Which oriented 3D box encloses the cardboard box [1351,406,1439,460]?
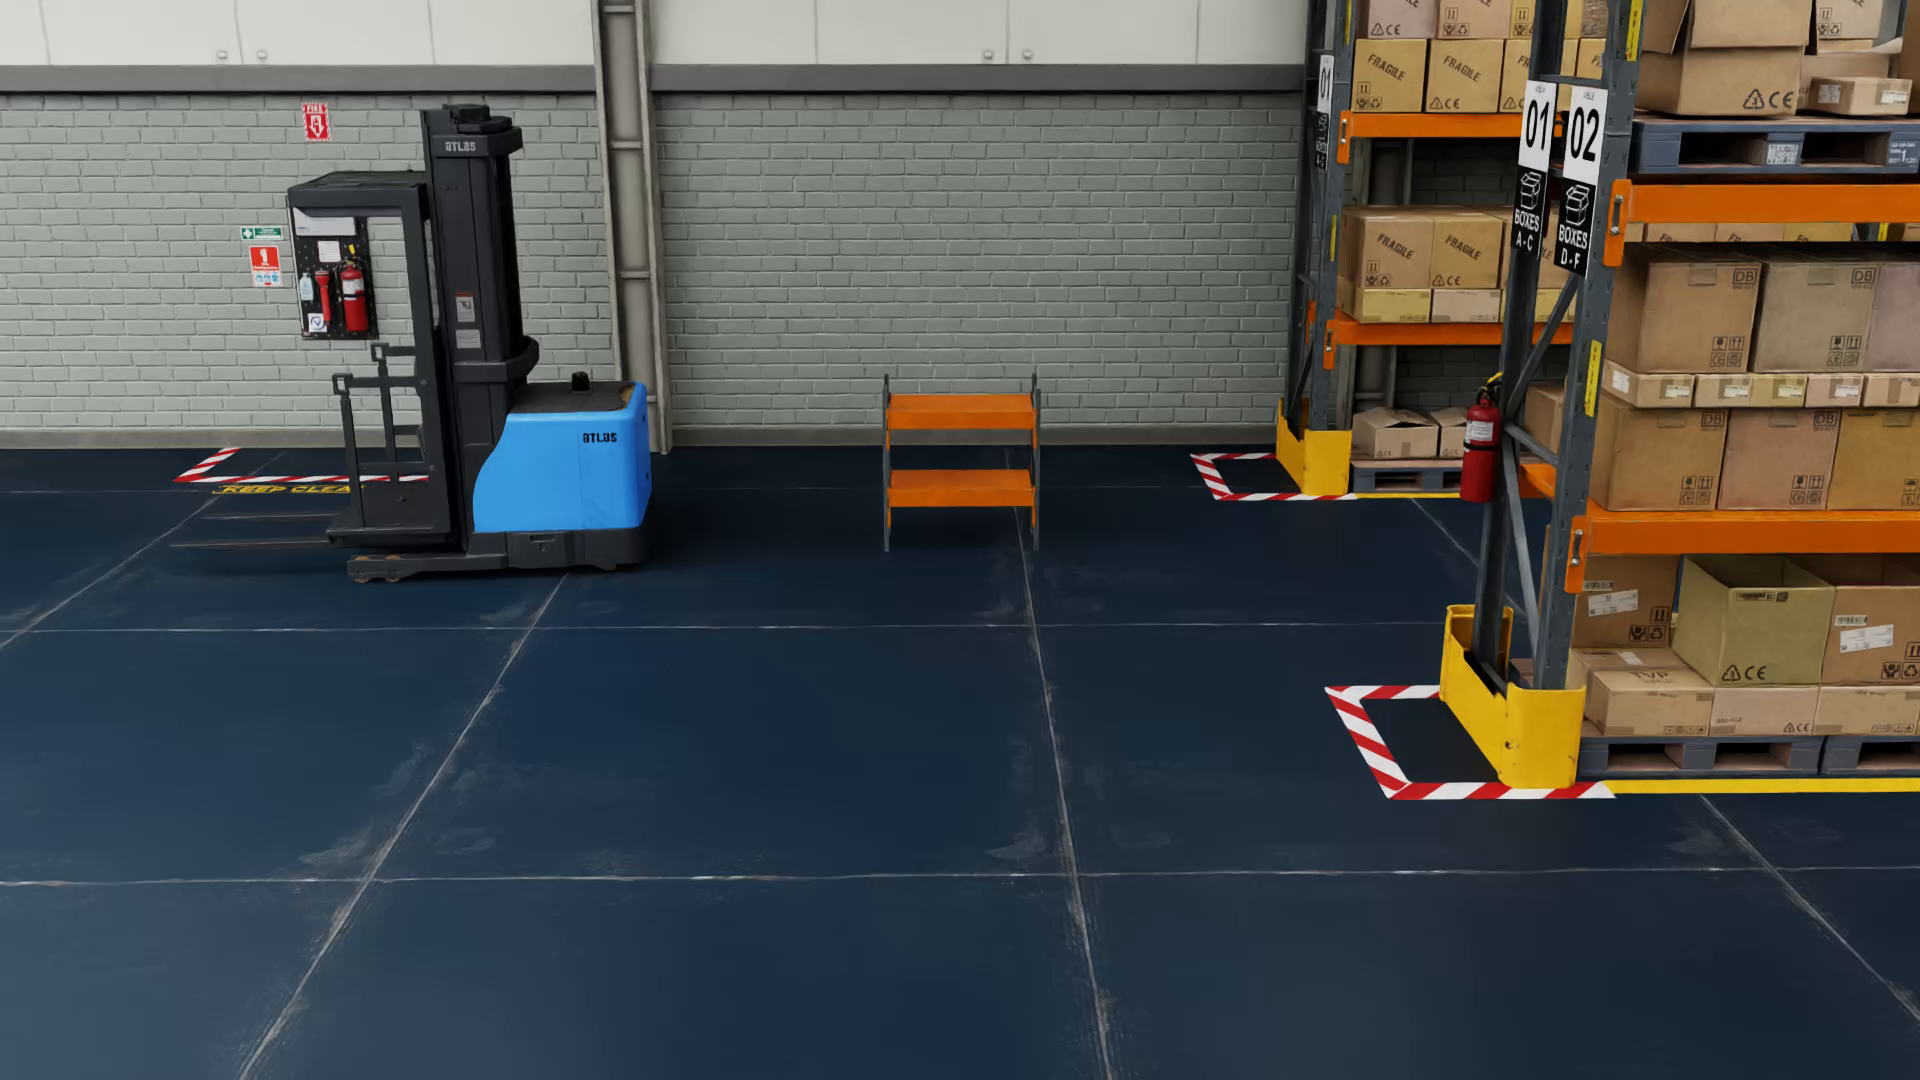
[{"bbox_3d":[3.387,-0.847,12.960,0.500,0.311,0.500,-2,18,-7],"label":"cardboard box"}]

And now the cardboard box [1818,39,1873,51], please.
[{"bbox_3d":[6.190,-3.369,12.032,0.500,0.500,0.500,0,18,1],"label":"cardboard box"}]

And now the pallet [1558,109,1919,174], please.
[{"bbox_3d":[3.483,-1.811,7.517,1.213,0.211,1.003,0,18,-1],"label":"pallet"}]

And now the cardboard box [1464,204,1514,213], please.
[{"bbox_3d":[4.182,-2.308,12.816,0.500,0.500,0.500,-1,18,-2],"label":"cardboard box"}]

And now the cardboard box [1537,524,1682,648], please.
[{"bbox_3d":[3.307,0.229,8.508,0.500,0.500,0.500,0,18,-1],"label":"cardboard box"}]

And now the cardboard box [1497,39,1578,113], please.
[{"bbox_3d":[4.089,-3.348,11.968,0.500,0.500,0.500,1,18,2],"label":"cardboard box"}]

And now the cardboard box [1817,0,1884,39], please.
[{"bbox_3d":[6.196,-3.838,11.857,0.500,0.500,0.500,-2,18,-6],"label":"cardboard box"}]

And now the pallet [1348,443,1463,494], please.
[{"bbox_3d":[3.582,-0.608,13.097,1.213,0.211,1.003,0,18,-1],"label":"pallet"}]

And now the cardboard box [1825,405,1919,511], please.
[{"bbox_3d":[4.264,-0.480,7.969,0.500,0.500,0.700,0,18,0],"label":"cardboard box"}]

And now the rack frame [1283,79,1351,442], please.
[{"bbox_3d":[2.694,-1.942,12.692,0.127,3.000,1.000,0,18,-1],"label":"rack frame"}]

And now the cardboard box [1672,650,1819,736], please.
[{"bbox_3d":[3.815,0.742,8.138,0.500,0.250,0.500,0,18,-1],"label":"cardboard box"}]

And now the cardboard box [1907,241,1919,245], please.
[{"bbox_3d":[4.826,-1.103,7.787,0.500,0.500,0.700,0,18,-1],"label":"cardboard box"}]

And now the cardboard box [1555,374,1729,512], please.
[{"bbox_3d":[3.243,-0.475,7.955,0.500,0.500,0.700,0,18,-1],"label":"cardboard box"}]

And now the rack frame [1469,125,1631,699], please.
[{"bbox_3d":[2.776,-0.429,7.975,0.127,3.000,1.000,0,18,-1],"label":"rack frame"}]

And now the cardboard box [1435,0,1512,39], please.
[{"bbox_3d":[3.585,-3.818,11.796,0.500,0.500,0.500,0,18,-1],"label":"cardboard box"}]

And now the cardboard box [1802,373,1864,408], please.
[{"bbox_3d":[3.937,-0.725,7.672,0.250,0.149,0.380,-1,18,-2],"label":"cardboard box"}]

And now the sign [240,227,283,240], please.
[{"bbox_3d":[-5.641,-2.476,13.430,0.331,0.109,0.001,0,18,-1],"label":"sign"}]

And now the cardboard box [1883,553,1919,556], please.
[{"bbox_3d":[4.807,0.218,8.543,0.500,0.500,0.500,0,18,-1],"label":"cardboard box"}]

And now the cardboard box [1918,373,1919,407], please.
[{"bbox_3d":[4.459,-0.729,7.683,0.250,0.149,0.380,-1,18,-2],"label":"cardboard box"}]

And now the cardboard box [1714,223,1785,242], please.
[{"bbox_3d":[5.726,-2.156,12.342,0.500,0.500,0.500,0,18,-1],"label":"cardboard box"}]

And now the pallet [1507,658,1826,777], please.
[{"bbox_3d":[3.540,0.882,8.453,1.213,0.211,1.003,0,18,-1],"label":"pallet"}]

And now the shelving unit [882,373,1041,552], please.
[{"bbox_3d":[0.007,-0.536,11.376,1.048,1.125,0.538,0,18,-1],"label":"shelving unit"}]

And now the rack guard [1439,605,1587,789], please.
[{"bbox_3d":[2.752,0.761,8.357,0.348,0.500,1.175,0,18,-1],"label":"rack guard"}]

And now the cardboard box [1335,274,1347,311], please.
[{"bbox_3d":[3.158,-1.942,12.903,0.500,0.250,0.500,0,18,0],"label":"cardboard box"}]

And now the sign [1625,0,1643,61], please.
[{"bbox_3d":[2.778,-2.142,6.843,0.005,0.325,0.100,0,18,-1],"label":"sign"}]

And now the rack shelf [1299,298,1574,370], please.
[{"bbox_3d":[4.693,-1.609,12.831,4.000,0.370,1.077,0,18,-1],"label":"rack shelf"}]

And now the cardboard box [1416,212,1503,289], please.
[{"bbox_3d":[3.670,-2.147,12.316,0.500,0.500,0.500,0,18,-1],"label":"cardboard box"}]

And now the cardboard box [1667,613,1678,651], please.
[{"bbox_3d":[3.807,0.581,8.639,0.500,0.250,0.500,0,18,-1],"label":"cardboard box"}]

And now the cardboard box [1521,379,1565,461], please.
[{"bbox_3d":[4.691,-0.928,12.903,0.500,0.500,0.700,-1,18,-4],"label":"cardboard box"}]

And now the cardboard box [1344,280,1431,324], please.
[{"bbox_3d":[3.187,-1.786,12.416,0.500,0.250,0.500,-1,18,-2],"label":"cardboard box"}]

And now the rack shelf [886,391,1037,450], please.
[{"bbox_3d":[0.007,-0.814,11.286,1.000,0.278,0.538,0,18,-1],"label":"rack shelf"}]

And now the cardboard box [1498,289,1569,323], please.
[{"bbox_3d":[4.215,-1.793,12.440,0.500,0.250,0.500,-1,18,-2],"label":"cardboard box"}]

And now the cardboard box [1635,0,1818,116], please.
[{"bbox_3d":[3.350,-2.175,7.420,0.637,0.503,0.797,1,18,3],"label":"cardboard box"}]

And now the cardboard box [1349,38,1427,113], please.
[{"bbox_3d":[3.032,-3.353,11.982,0.500,0.500,0.500,0,18,1],"label":"cardboard box"}]

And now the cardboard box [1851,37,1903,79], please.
[{"bbox_3d":[4.479,-2.171,7.722,0.500,0.311,0.500,2,18,6],"label":"cardboard box"}]

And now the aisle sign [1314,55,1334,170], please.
[{"bbox_3d":[2.626,-3.088,12.008,0.004,0.787,0.394,0,18,-1],"label":"aisle sign"}]

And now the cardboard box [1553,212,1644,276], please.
[{"bbox_3d":[4.703,-2.154,12.337,0.500,0.500,0.500,0,18,1],"label":"cardboard box"}]

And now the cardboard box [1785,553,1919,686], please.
[{"bbox_3d":[4.315,0.379,8.042,0.500,0.500,0.500,0,18,-1],"label":"cardboard box"}]

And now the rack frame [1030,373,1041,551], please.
[{"bbox_3d":[0.515,-0.538,11.384,0.032,1.125,0.500,0,18,-1],"label":"rack frame"}]

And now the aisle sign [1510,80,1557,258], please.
[{"bbox_3d":[2.705,-1.757,7.857,0.004,0.787,0.394,0,18,-1],"label":"aisle sign"}]

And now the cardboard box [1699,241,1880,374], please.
[{"bbox_3d":[3.821,-1.097,7.771,0.500,0.500,0.700,-1,18,-2],"label":"cardboard box"}]

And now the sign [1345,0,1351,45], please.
[{"bbox_3d":[2.702,-3.621,11.583,0.005,0.325,0.100,0,18,-1],"label":"sign"}]

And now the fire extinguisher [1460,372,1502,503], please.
[{"bbox_3d":[2.650,-0.534,8.428,0.183,0.674,0.296,0,18,-1],"label":"fire extinguisher"}]

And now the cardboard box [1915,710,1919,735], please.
[{"bbox_3d":[4.815,0.739,8.148,0.500,0.250,0.500,0,18,-1],"label":"cardboard box"}]

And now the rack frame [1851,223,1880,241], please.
[{"bbox_3d":[6.693,-1.962,12.752,0.127,3.000,1.000,0,18,-1],"label":"rack frame"}]

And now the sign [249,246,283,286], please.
[{"bbox_3d":[-5.645,-2.226,13.519,0.234,0.329,0.001,0,18,-1],"label":"sign"}]

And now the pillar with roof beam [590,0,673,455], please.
[{"bbox_3d":[-2.551,-3.723,8.420,0.400,9.000,9.100,0,18,-1],"label":"pillar with roof beam"}]

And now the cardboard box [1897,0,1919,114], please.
[{"bbox_3d":[4.440,-2.096,7.181,0.500,0.500,0.500,0,18,-1],"label":"cardboard box"}]

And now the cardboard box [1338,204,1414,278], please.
[{"bbox_3d":[3.162,-2.305,12.806,0.500,0.500,0.500,0,18,-1],"label":"cardboard box"}]

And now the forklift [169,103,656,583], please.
[{"bbox_3d":[-3.614,-1.291,10.773,3.031,2.935,1.130,-2,18,-5],"label":"forklift"}]

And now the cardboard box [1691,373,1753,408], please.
[{"bbox_3d":[3.435,-0.724,7.668,0.250,0.149,0.380,-1,18,-2],"label":"cardboard box"}]

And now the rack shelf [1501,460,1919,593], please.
[{"bbox_3d":[4.775,-0.096,8.115,4.000,0.370,1.077,0,18,-1],"label":"rack shelf"}]
